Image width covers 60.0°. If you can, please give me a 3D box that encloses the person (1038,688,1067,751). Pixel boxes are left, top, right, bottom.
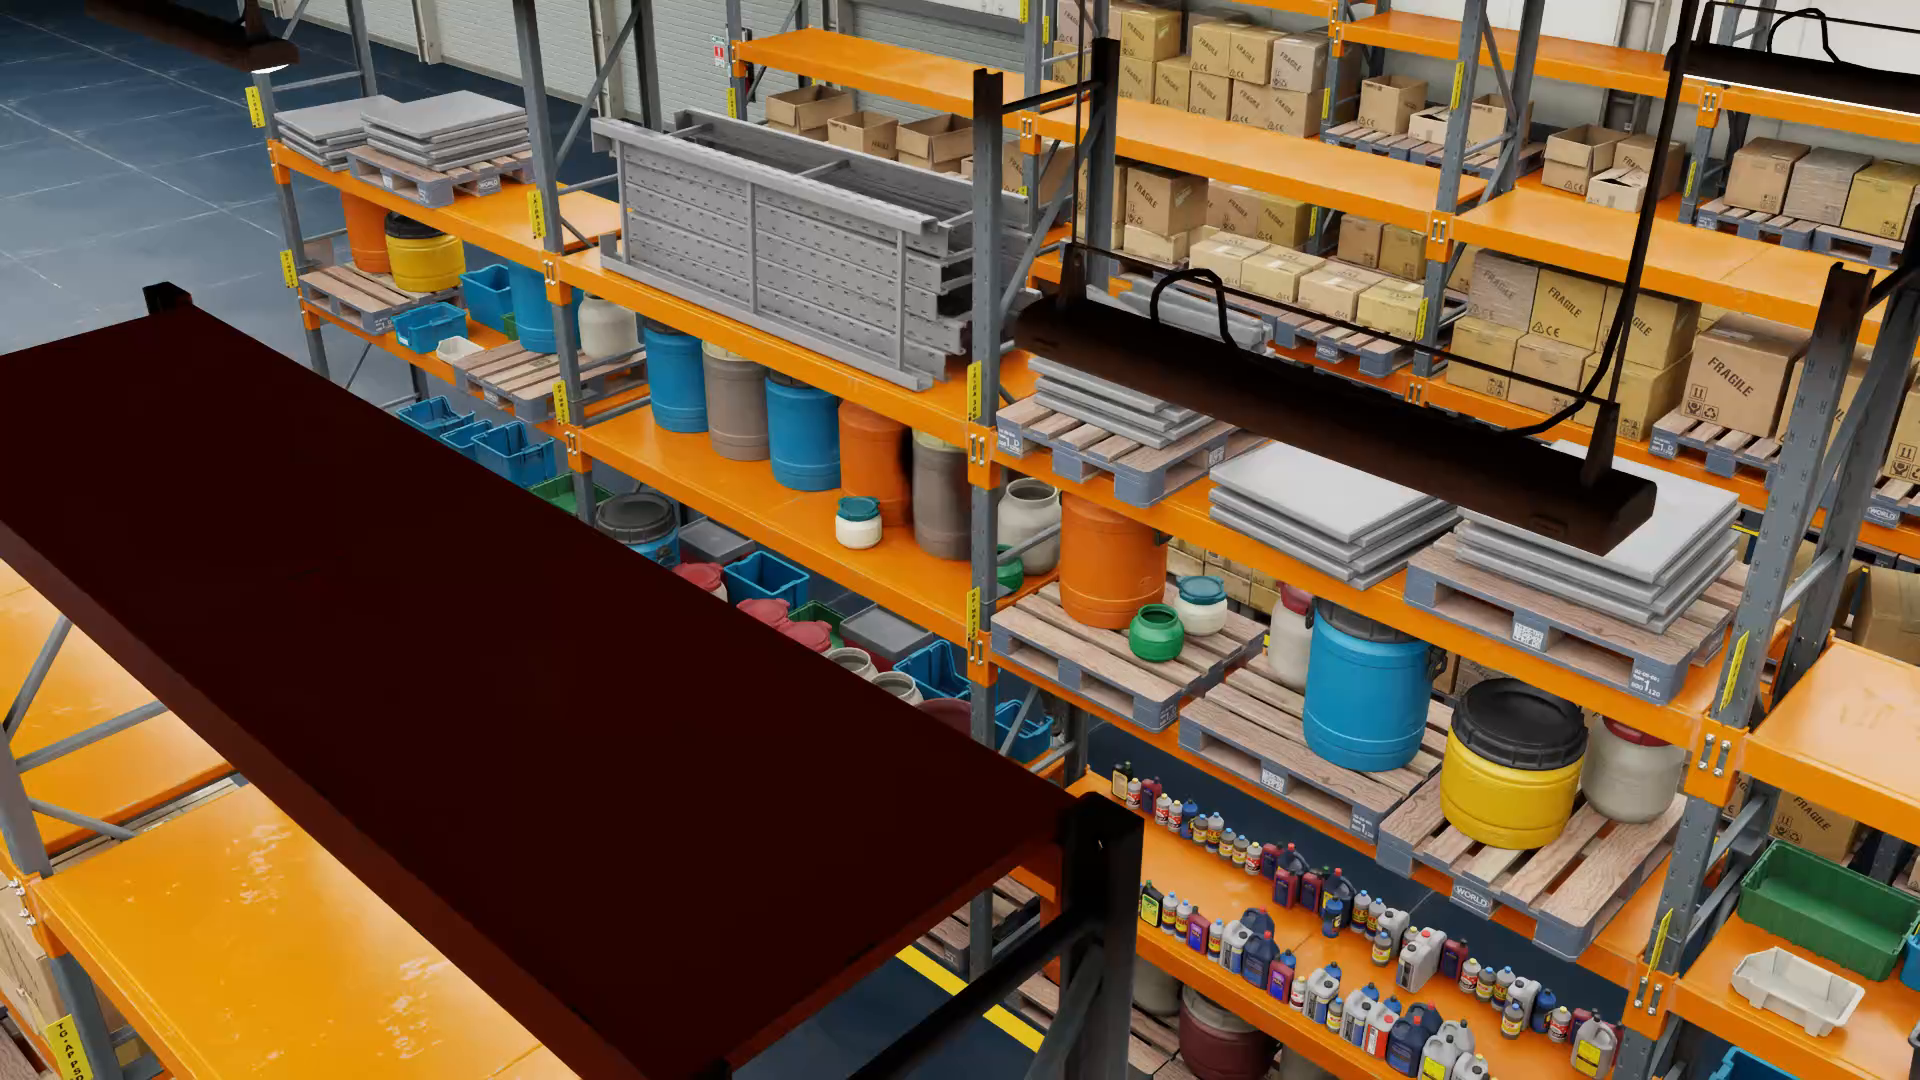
[{"bbox_3d":[0.833,0.890,12.936,0.491,1.829,0.596,-9,31,-15],"label":"person"}]
